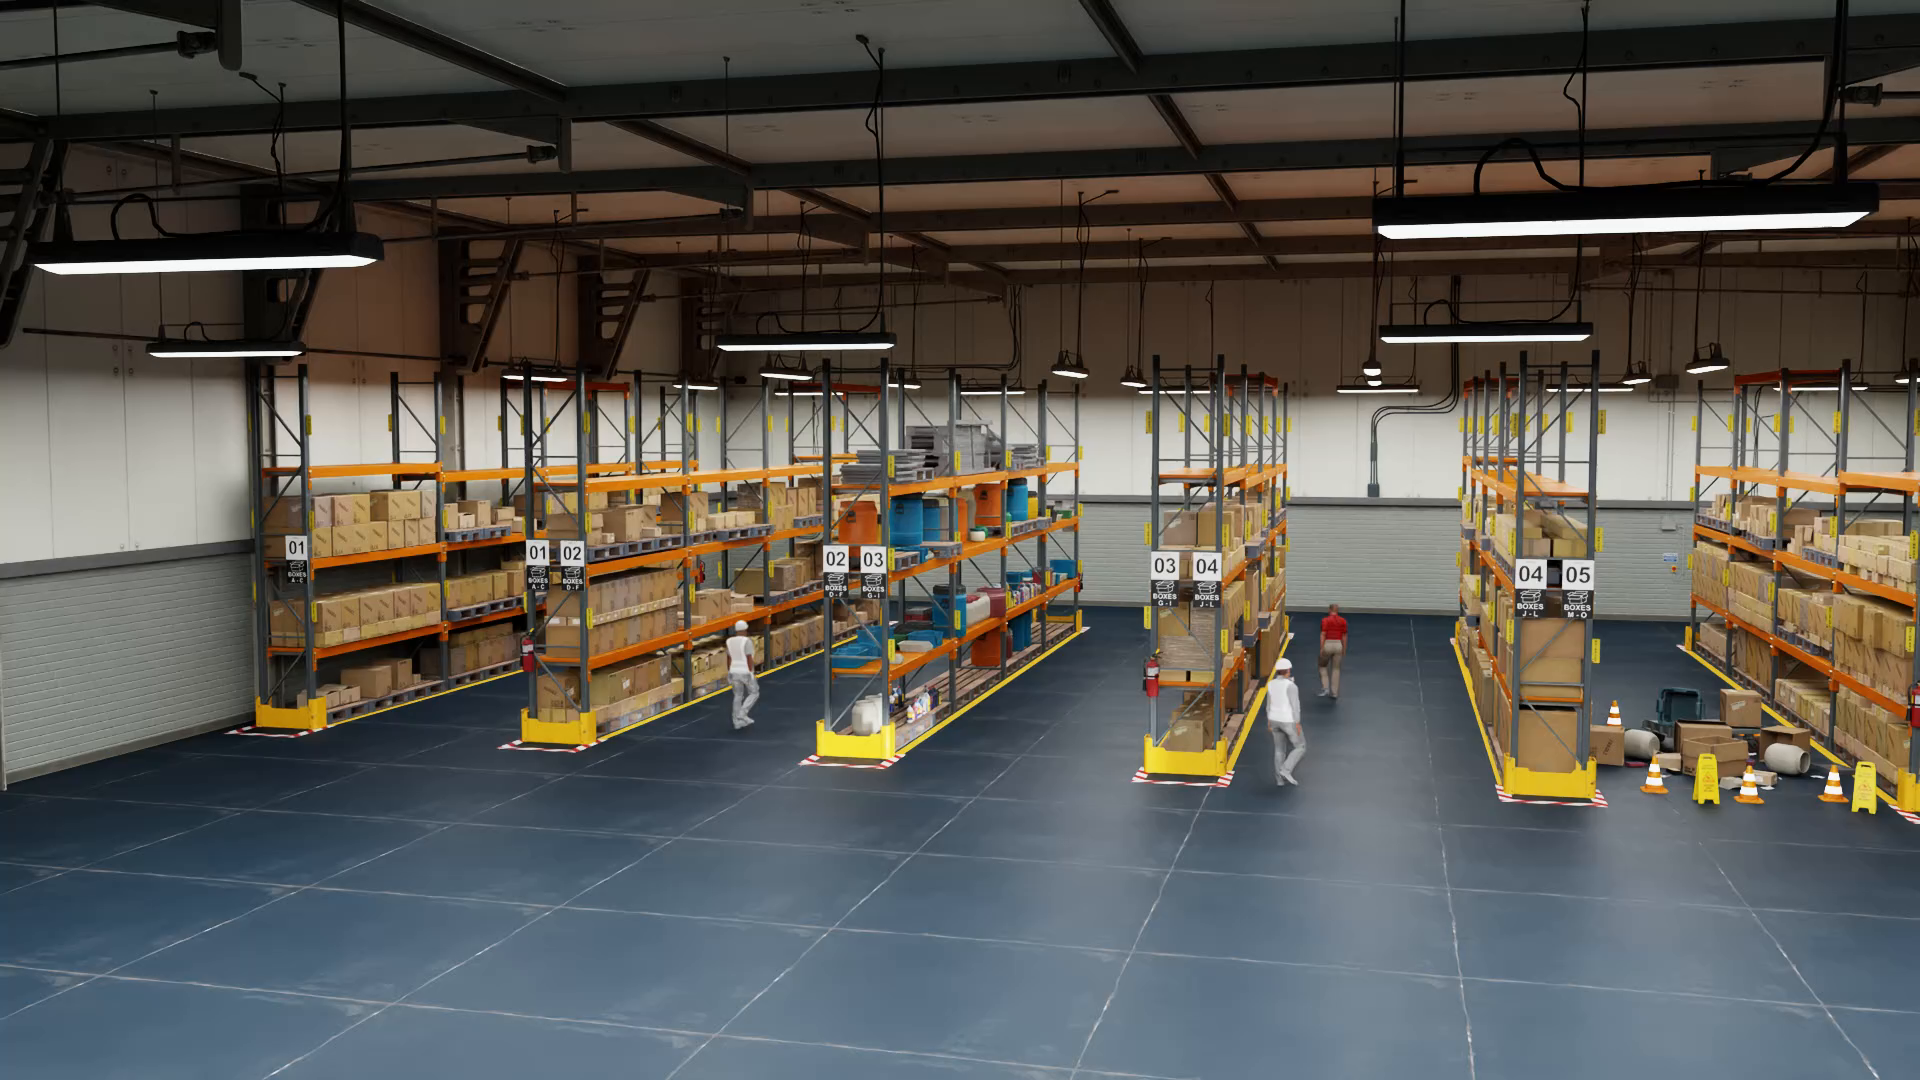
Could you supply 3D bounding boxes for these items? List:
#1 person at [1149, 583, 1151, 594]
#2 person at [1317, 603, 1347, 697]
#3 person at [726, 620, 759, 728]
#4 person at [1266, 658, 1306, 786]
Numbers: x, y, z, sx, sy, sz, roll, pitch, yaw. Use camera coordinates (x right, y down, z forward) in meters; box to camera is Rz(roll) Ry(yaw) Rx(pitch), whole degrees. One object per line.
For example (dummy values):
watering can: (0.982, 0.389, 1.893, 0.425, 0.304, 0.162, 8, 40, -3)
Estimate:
person: (4.865, 1.426, 39.751, 0.690, 1.685, 0.643, 2, 4, 21)
person: (6.861, 2.043, 30.578, 0.544, 1.754, 0.507, 0, 4, 0)
person: (-3.635, 2.213, 27.487, 0.591, 1.775, 0.502, 2, 4, 26)
person: (4.490, 2.530, 23.097, 0.484, 1.766, 0.621, -3, 5, -40)
